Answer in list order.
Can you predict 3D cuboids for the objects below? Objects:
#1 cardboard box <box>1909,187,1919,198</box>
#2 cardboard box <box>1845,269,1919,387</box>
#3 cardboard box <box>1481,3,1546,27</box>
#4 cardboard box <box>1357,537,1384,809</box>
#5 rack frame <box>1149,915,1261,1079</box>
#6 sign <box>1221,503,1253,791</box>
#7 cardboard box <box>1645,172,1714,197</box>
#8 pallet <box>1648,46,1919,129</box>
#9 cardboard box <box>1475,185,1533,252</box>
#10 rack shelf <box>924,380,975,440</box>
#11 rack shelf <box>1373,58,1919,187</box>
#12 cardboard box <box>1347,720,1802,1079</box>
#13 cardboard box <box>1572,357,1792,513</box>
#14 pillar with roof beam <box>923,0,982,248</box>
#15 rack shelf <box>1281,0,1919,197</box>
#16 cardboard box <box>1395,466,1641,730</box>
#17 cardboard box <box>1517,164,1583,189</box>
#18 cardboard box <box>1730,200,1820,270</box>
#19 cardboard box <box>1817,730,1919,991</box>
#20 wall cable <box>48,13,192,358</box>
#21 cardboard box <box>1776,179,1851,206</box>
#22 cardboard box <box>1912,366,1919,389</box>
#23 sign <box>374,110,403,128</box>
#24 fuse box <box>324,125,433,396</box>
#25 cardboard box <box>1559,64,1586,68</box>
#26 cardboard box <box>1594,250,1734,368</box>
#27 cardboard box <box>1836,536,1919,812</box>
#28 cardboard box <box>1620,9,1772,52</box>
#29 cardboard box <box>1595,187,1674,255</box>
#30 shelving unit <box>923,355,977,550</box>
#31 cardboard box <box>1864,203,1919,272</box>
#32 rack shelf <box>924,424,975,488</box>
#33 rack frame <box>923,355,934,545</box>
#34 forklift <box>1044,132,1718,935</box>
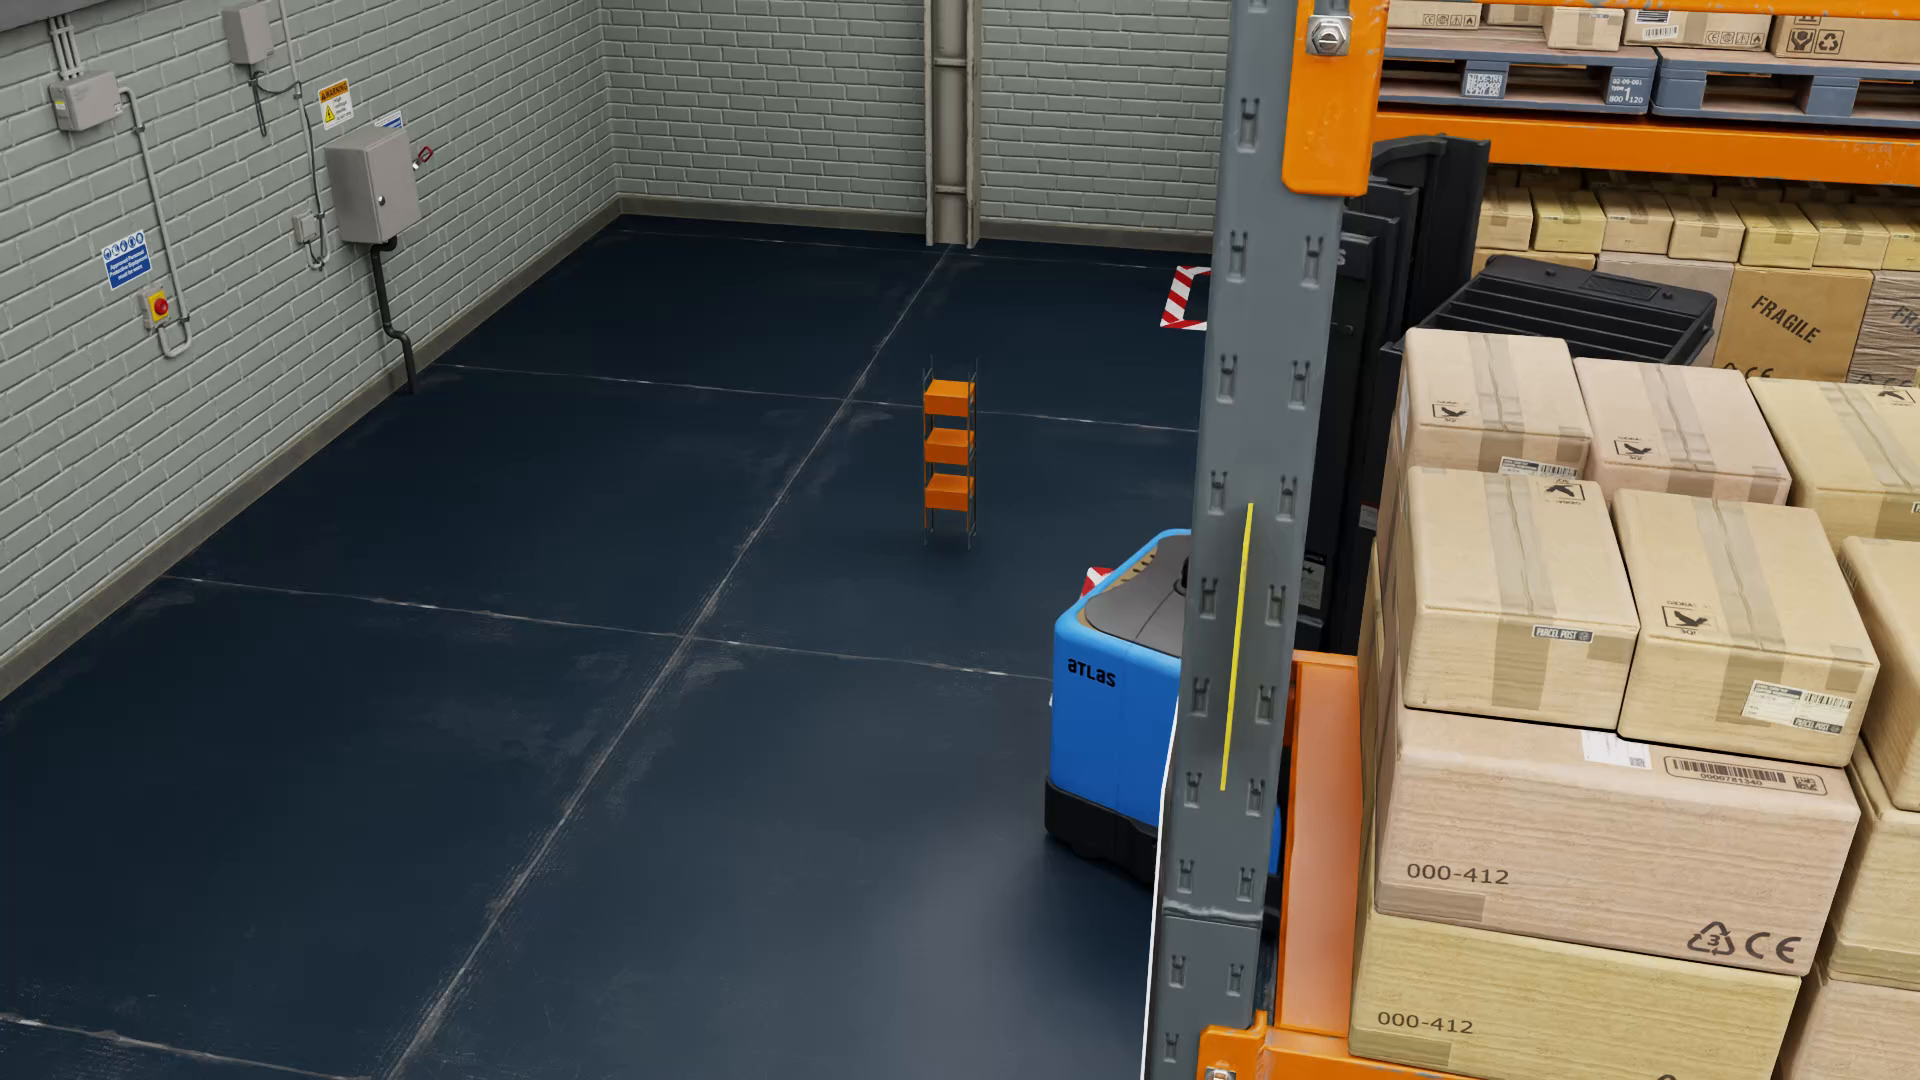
[{"bbox_3d":[4.019,-1.405,6.872,0.250,0.149,0.380,5,29,9],"label":"cardboard box"},{"bbox_3d":[3.757,-0.868,6.567,0.500,0.500,0.500,6,29,11],"label":"cardboard box"},{"bbox_3d":[2.244,-2.194,6.731,0.250,0.149,0.380,4,29,7],"label":"cardboard box"},{"bbox_3d":[0.924,0.238,2.724,0.500,0.250,0.500,5,29,9],"label":"cardboard box"},{"bbox_3d":[0.424,1.567,3.264,0.127,3.000,1.000,6,29,11],"label":"rack frame"},{"bbox_3d":[0.311,0.123,1.868,0.005,0.325,0.100,6,29,11],"label":"sign"},{"bbox_3d":[3.011,-1.491,7.028,0.250,0.149,0.380,7,29,12],"label":"cardboard box"},{"bbox_3d":[3.283,-1.854,6.481,1.213,0.211,1.003,6,29,11],"label":"pallet"},{"bbox_3d":[2.150,-1.296,6.674,0.250,0.149,0.380,7,29,12],"label":"cardboard box"},{"bbox_3d":[-0.052,-0.705,8.877,0.240,0.259,0.215,6,29,11],"label":"rack shelf"},{"bbox_3d":[3.315,-1.567,6.615,4.000,0.370,1.077,6,29,11],"label":"rack shelf"},{"bbox_3d":[0.810,0.482,2.278,0.500,0.250,0.500,7,29,12],"label":"cardboard box"},{"bbox_3d":[1.036,-0.121,2.444,0.250,0.149,0.380,6,29,11],"label":"cardboard box"},{"bbox_3d":[-0.956,-4.403,7.921,0.400,9.000,9.100,6,29,11],"label":"pillar with roof beam"},{"bbox_3d":[2.380,-0.547,1.631,4.000,0.370,1.077,6,29,11],"label":"rack shelf"},{"bbox_3d":[0.693,0.062,2.109,0.250,0.149,0.380,6,29,10],"label":"cardboard box"},{"bbox_3d":[2.513,-1.548,7.133,0.250,0.149,0.380,7,29,12],"label":"cardboard box"},{"bbox_3d":[3.156,-1.194,6.486,0.250,0.149,0.380,5,29,9],"label":"cardboard box"},{"bbox_3d":[1.310,0.316,2.062,0.500,0.250,0.500,6,29,10],"label":"cardboard box"},{"bbox_3d":[-4.160,-1.782,8.290,0.123,1.953,0.585,6,29,11],"label":"wall cable"},{"bbox_3d":[3.531,-1.449,6.952,0.250,0.149,0.380,6,29,11],"label":"cardboard box"},{"bbox_3d":[1.563,-0.110,2.424,0.250,0.149,0.380,6,29,11],"label":"cardboard box"},{"bbox_3d":[-3.678,-2.505,10.801,0.001,0.494,0.329,6,29,11],"label":"sign"},{"bbox_3d":[-3.579,-1.729,10.626,0.414,1.711,0.539,6,29,11],"label":"fuse box"},{"bbox_3d":[4.246,-3.171,10.983,0.500,0.500,0.500,7,29,12],"label":"cardboard box"},{"bbox_3d":[2.781,-0.972,6.756,0.500,0.500,0.500,6,29,10],"label":"cardboard box"},{"bbox_3d":[1.189,0.158,1.935,0.250,0.149,0.380,6,29,10],"label":"cardboard box"},{"bbox_3d":[2.812,-2.099,6.388,0.500,0.311,0.500,6,29,11],"label":"cardboard box"},{"bbox_3d":[2.679,-1.277,6.638,0.250,0.149,0.380,6,29,11],"label":"cardboard box"},{"bbox_3d":[-0.052,-0.466,9.008,0.252,1.050,0.215,6,29,11],"label":"shelving unit"},{"bbox_3d":[3.666,-1.173,6.448,0.250,0.149,0.380,5,29,9],"label":"cardboard box"},{"bbox_3d":[-0.052,-0.457,9.013,0.240,0.259,0.215,6,29,11],"label":"rack shelf"},{"bbox_3d":[-0.172,-0.478,9.030,0.008,1.050,0.200,6,29,11],"label":"rack frame"},{"bbox_3d":[1.857,0.174,5.880,3.031,2.935,1.130,18,33,29],"label":"forklift"}]
